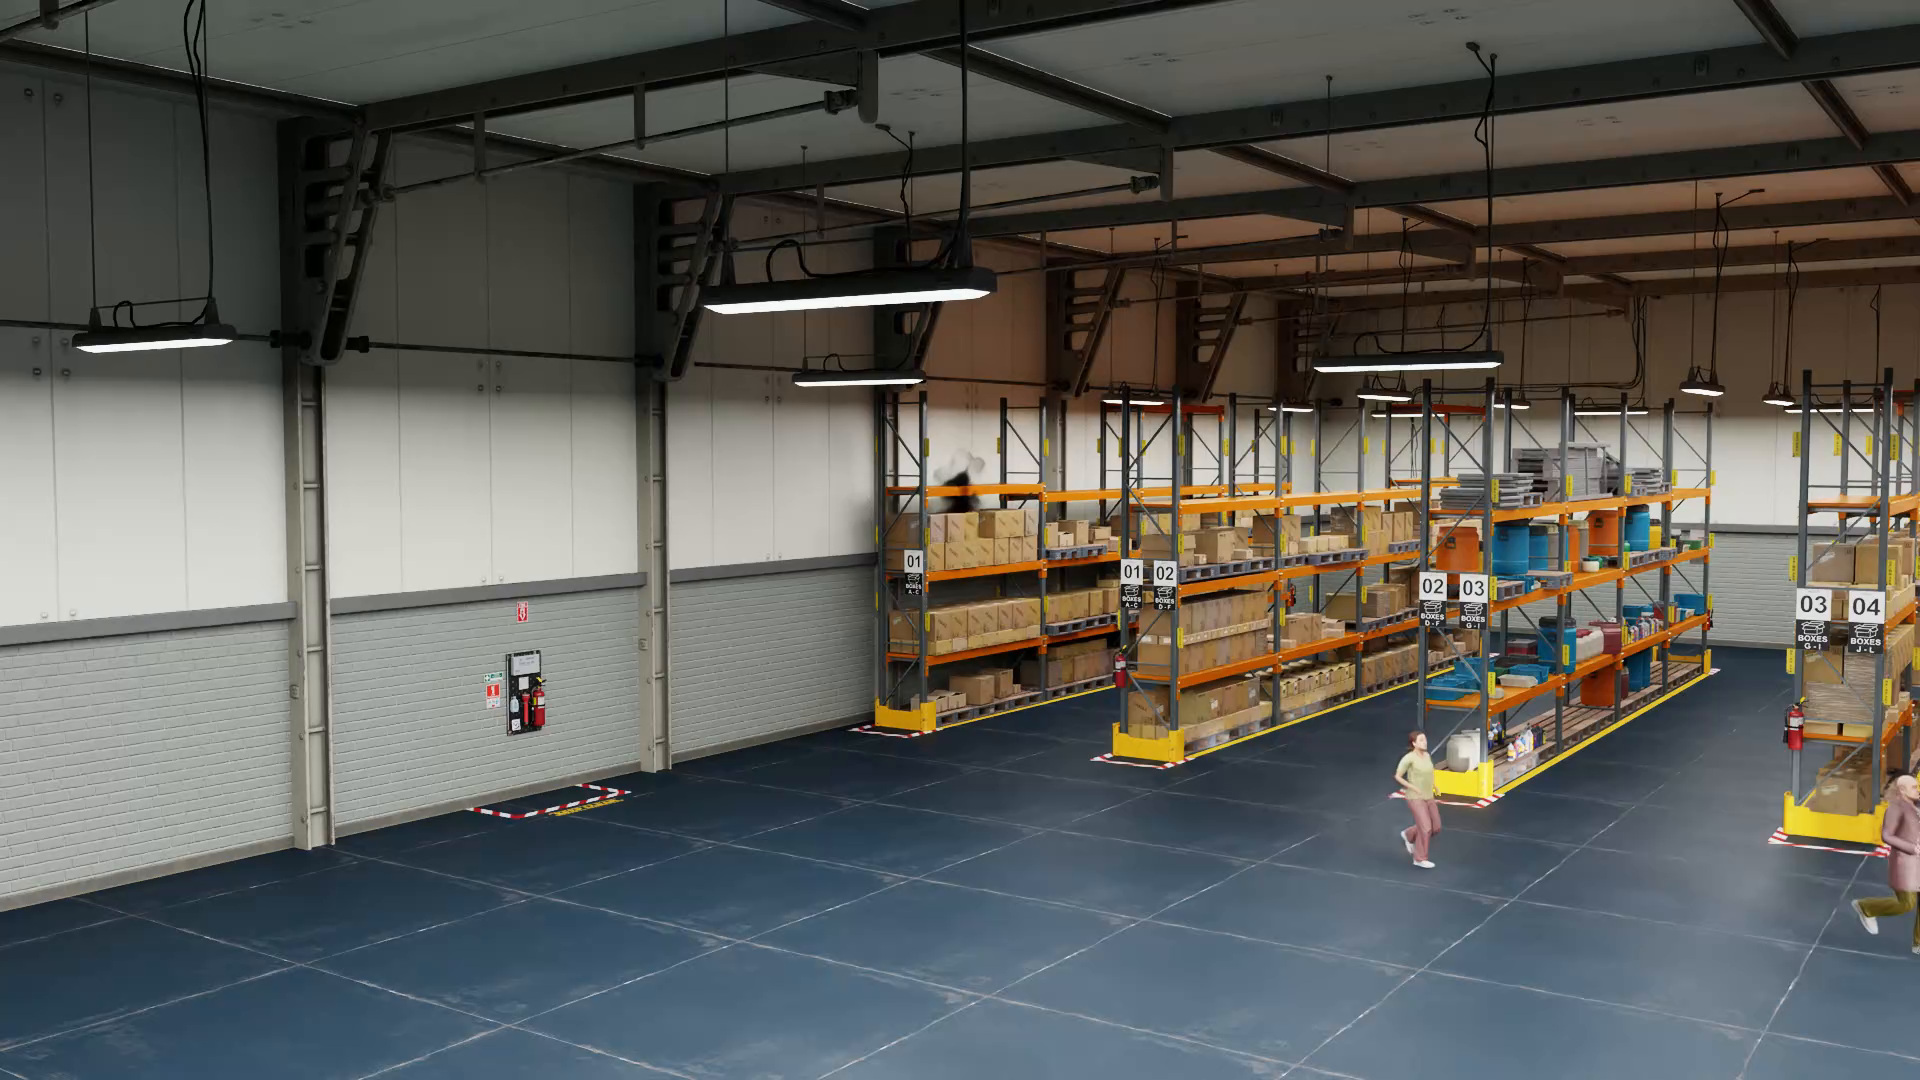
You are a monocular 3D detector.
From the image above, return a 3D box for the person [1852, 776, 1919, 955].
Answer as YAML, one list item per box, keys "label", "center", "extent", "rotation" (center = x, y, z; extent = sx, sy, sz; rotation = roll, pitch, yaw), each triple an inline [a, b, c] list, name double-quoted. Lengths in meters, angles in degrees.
- label: "person"
  center: [9.370, 3.214, 16.470]
  extent: [0.709, 1.749, 0.945]
  rotation: [-2, 4, -32]

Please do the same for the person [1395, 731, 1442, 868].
- label: "person"
  center: [5.466, 3.082, 19.912]
  extent: [0.578, 1.617, 0.579]
  rotation: [-2, 4, -30]
